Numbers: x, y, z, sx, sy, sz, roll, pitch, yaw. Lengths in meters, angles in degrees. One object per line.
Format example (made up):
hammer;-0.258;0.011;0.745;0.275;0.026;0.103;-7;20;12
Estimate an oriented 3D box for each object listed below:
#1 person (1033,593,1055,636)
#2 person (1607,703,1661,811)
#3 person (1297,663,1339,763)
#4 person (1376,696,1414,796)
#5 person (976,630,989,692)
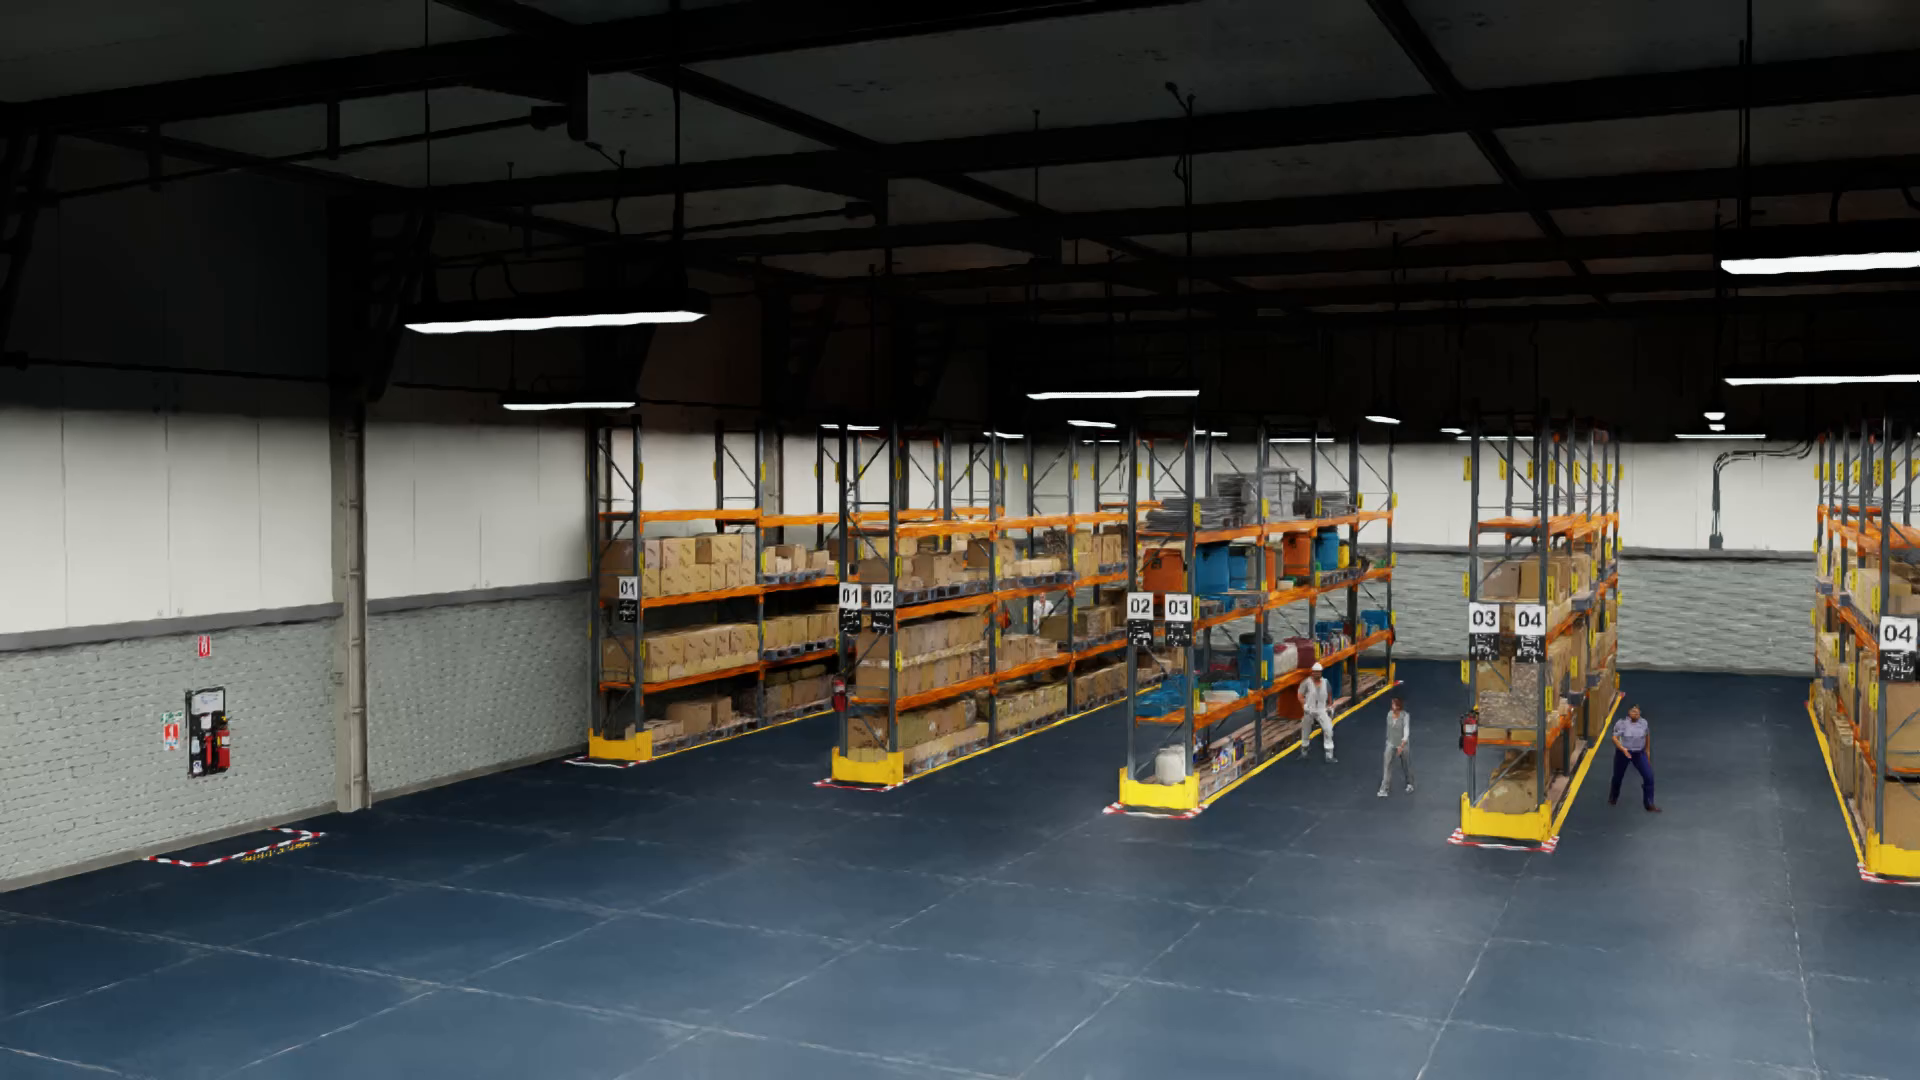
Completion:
person;2.266;2.271;45.378;0.737;1.717;0.881;0;2;8
person;9.991;3.186;24.698;0.655;1.578;0.824;0;2;8
person;6.125;2.952;28.612;0.674;1.719;0.808;0;2;3
person;6.751;3.165;25.626;0.408;1.532;0.962;2;3;34
person;0.443;2.722;35.065;0.523;1.667;0.477;-2;3;-34
